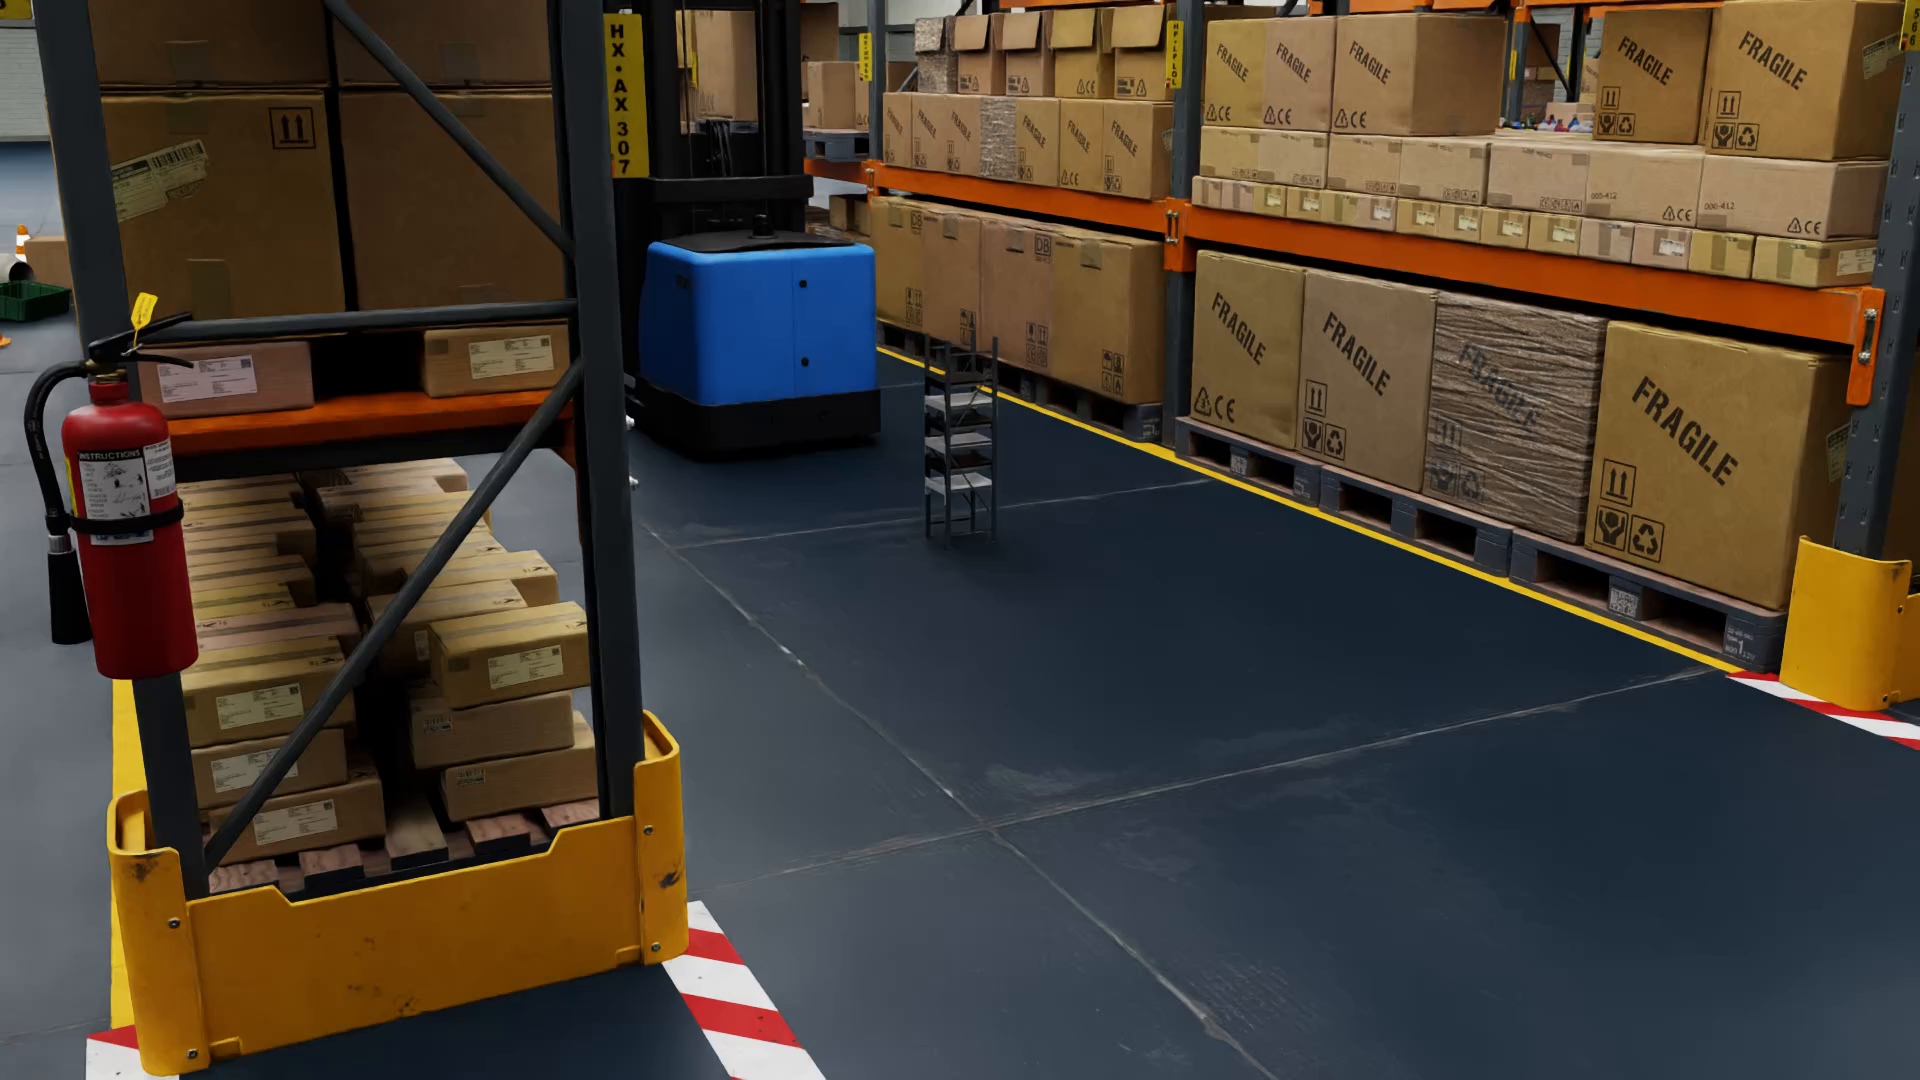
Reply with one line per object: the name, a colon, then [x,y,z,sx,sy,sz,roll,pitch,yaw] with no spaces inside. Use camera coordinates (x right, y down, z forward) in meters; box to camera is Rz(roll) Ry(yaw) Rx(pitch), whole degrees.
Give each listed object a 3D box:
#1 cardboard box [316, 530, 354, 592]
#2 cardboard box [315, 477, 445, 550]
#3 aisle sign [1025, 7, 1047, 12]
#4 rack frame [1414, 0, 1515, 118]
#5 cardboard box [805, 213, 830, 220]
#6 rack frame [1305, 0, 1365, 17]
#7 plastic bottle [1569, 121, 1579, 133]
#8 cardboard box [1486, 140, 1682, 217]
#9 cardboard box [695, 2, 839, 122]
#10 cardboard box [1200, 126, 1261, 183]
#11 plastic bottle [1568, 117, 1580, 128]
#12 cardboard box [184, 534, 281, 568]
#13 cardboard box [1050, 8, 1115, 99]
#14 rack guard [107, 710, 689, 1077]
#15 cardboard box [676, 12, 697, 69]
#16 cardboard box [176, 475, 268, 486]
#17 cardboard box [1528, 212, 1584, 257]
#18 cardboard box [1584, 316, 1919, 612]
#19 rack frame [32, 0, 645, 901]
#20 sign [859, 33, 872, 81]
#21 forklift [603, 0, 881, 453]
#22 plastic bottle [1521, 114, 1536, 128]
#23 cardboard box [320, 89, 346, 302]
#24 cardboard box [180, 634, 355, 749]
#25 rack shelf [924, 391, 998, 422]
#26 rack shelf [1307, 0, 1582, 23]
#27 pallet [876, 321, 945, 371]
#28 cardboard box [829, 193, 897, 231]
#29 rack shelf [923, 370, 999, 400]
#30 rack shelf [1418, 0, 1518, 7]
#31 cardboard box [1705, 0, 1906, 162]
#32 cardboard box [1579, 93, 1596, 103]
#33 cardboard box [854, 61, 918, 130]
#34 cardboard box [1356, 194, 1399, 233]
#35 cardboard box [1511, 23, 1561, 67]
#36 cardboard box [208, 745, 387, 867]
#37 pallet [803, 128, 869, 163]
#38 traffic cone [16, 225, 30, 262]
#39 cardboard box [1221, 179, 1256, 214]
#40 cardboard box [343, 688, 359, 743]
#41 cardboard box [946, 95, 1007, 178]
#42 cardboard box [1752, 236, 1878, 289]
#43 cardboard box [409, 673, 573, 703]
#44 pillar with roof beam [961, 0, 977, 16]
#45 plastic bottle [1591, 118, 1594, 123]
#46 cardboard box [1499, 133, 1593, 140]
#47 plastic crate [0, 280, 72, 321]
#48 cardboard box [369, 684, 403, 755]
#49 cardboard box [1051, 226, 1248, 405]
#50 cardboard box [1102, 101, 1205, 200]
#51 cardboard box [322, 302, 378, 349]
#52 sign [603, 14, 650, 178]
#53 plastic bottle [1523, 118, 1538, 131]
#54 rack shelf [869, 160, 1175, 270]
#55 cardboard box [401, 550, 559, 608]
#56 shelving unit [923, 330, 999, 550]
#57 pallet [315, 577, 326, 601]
cardboard box: [-1.920,0.050,5.508,0.380,0.149,0.250,-7,17,-22]
cardboard box: [-1.898,-0.092,5.461,0.380,0.149,0.250,-8,18,-25]
aisle sign: [0.998,-6.872,21.047,0.394,0.787,0.004,-8,18,-25]
rack frame: [4.267,-3.585,14.306,1.000,3.000,0.127,-8,18,-25]
cardboard box: [-1.250,-2.574,14.518,0.700,0.500,0.500,-9,19,-30]
rack frame: [5.217,-6.167,23.301,1.000,3.000,0.127,-8,18,-25]
plastic bottle: [4.699,-3.059,12.704,0.097,0.271,0.097,0,16,0]
cardboard box: [2.424,-1.414,6.473,0.500,0.250,0.500,-8,18,-27]
cardboard box: [-1.715,-4.255,14.790,1.000,1.000,1.000,-8,18,-25]
cardboard box: [1.538,-1.918,8.228,0.500,0.250,0.500,-8,18,-26]
plastic bottle: [5.049,-3.338,13.679,0.097,0.271,0.097,0,16,0]
cardboard box: [-2.153,0.103,4.781,0.380,0.149,0.250,-7,17,-23]
cardboard box: [0.990,-2.854,9.758,0.797,0.503,0.637,-7,18,-24]
rack guard: [-1.216,0.754,3.717,1.175,0.500,0.348,-8,18,-25]
cardboard box: [-2.382,-4.728,15.757,0.500,0.500,0.500,-8,18,-25]
cardboard box: [-2.576,-0.160,5.700,0.380,0.149,0.250,-7,18,-24]
cardboard box: [2.419,-1.184,6.393,0.380,0.149,0.250,-8,18,-26]
cardboard box: [2.968,-0.333,6.062,0.875,0.875,0.875,-8,18,-25]
rack frame: [-1.183,-0.429,3.307,1.000,3.000,0.127,-8,18,-25]
sign: [-0.669,-3.437,11.835,0.100,0.325,0.005,-8,18,-25]
forklift: [-1.568,-2.224,9.687,1.130,2.935,3.031,-8,18,-27]
plastic bottle: [4.828,-3.480,14.152,0.061,0.283,0.133,-8,18,-25]
cardboard box: [-1.389,-0.894,4.208,0.500,0.500,0.500,-8,18,-25]
cardboard box: [-1.643,0.353,3.911,0.380,0.149,0.250,-7,18,-24]
rack shelf: [0.004,-0.572,7.079,0.258,0.077,0.200,-8,18,-25]
rack shelf: [6.093,-6.767,21.258,1.077,0.370,4.000,-8,18,-25]
pallet: [0.093,-1.442,11.892,1.003,0.211,1.213,-8,18,-25]
cardboard box: [-0.747,-2.650,13.421,0.500,0.250,0.500,-6,17,-19]
rack shelf: [0.004,-0.658,7.054,0.258,0.077,0.200,-8,18,-25]
rack shelf: [5.144,-4.185,12.263,1.077,0.370,4.000,-8,18,-25]
cardboard box: [2.870,-1.523,5.494,0.500,0.500,0.500,-7,18,-24]
cardboard box: [9.597,-6.544,24.853,0.500,0.250,0.500,-8,18,-27]
cardboard box: [-0.457,-3.366,12.598,0.500,0.500,0.500,-10,19,-32]
cardboard box: [1.966,-1.439,7.283,0.380,0.149,0.250,-7,18,-24]
cardboard box: [6.769,-5.956,20.033,0.700,0.500,0.500,-8,18,-25]
cardboard box: [-1.601,0.634,4.009,0.380,0.149,0.250,-7,18,-24]
pallet: [-0.593,-3.058,12.818,1.213,0.211,1.003,-8,18,-25]
traffic cone: [-9.236,-2.873,16.425,0.336,0.463,0.334,-8,18,-25]
cardboard box: [1.513,-1.695,8.176,0.380,0.149,0.250,-8,18,-27]
cardboard box: [-1.737,0.429,4.185,0.380,0.149,0.250,-8,18,-26]
cardboard box: [0.239,-2.627,10.786,0.500,0.500,0.500,-8,18,-26]
cardboard box: [2.868,-0.931,5.512,0.380,0.149,0.250,-7,18,-24]
cardboard box: [-1.251,0.361,4.422,0.380,0.149,0.250,-8,18,-25]
pillar with roof beam: [-3.631,-15.011,43.247,9.100,9.000,0.400,-8,18,-25]
plastic bottle: [5.134,-3.290,13.511,0.097,0.271,0.097,0,16,0]
cardboard box: [2.668,-1.607,7.147,0.500,0.250,0.500,-8,18,-26]
plastic crate: [-7.694,-1.965,13.654,0.450,0.188,0.662,11,16,1]
cardboard box: [-1.428,0.455,4.633,0.380,0.149,0.250,-7,18,-24]
cardboard box: [1.269,-1.332,9.544,1.225,0.875,0.875,-8,18,-25]
cardboard box: [1.117,-2.126,9.039,0.500,0.500,0.500,-8,18,-25]
cardboard box: [-1.486,-0.607,4.383,0.380,0.149,0.250,-7,17,-22]
sign: [-0.695,-0.910,3.416,0.100,0.325,0.005,-8,18,-25]
plastic bottle: [4.488,-3.172,13.078,0.061,0.283,0.133,-8,18,-25]
rack shelf: [0.691,-2.145,10.591,1.077,0.370,4.000,-8,18,-25]
cardboard box: [-1.331,0.151,4.615,0.380,0.149,0.250,-8,18,-25]
shelving unit: [0.004,-0.431,7.120,0.258,0.900,0.210,-8,18,-25]
pallet: [-2.071,0.385,5.526,1.003,0.211,1.213,-8,18,-25]
